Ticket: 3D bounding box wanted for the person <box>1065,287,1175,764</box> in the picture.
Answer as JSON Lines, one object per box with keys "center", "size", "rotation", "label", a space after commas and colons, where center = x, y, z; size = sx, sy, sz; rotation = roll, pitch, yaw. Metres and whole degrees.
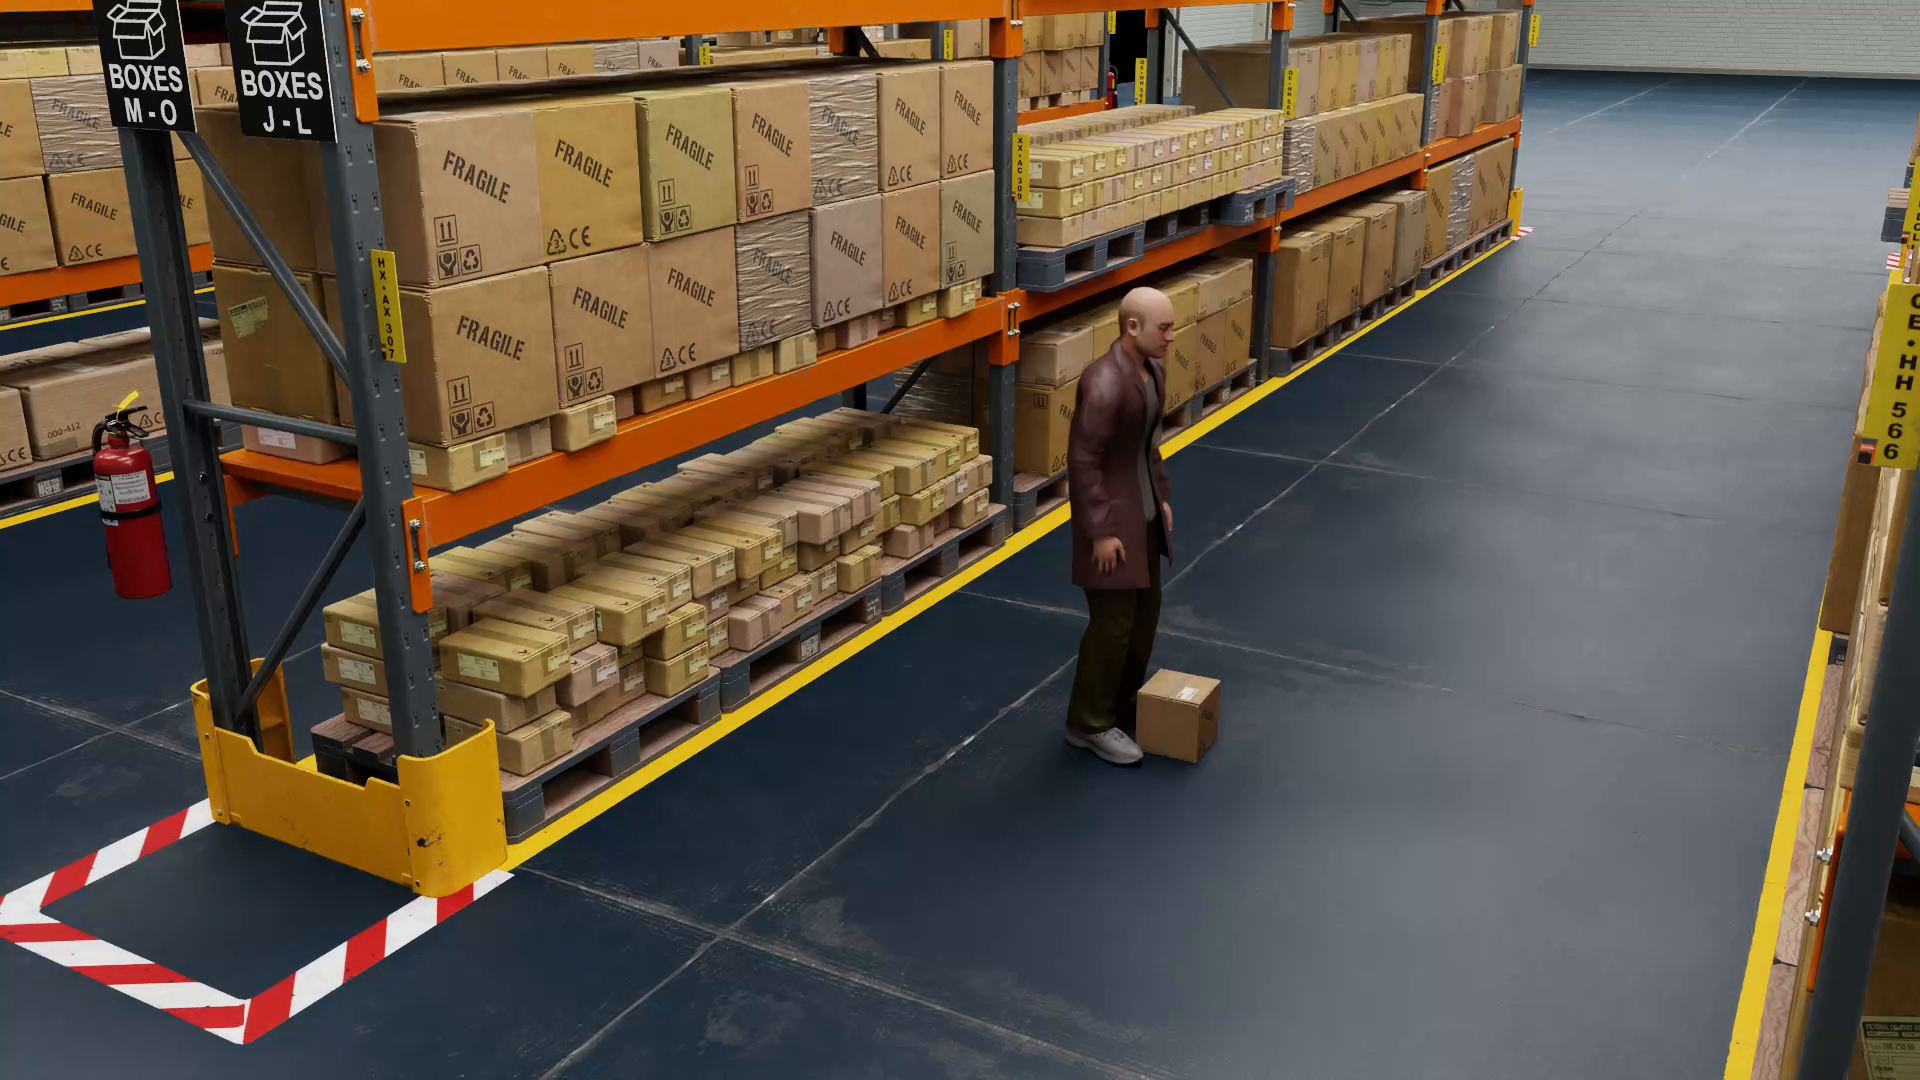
{"center": [0.626, -0.078, 6.313], "size": [0.425, 1.774, 0.644], "rotation": [11, 22, 28], "label": "person"}
